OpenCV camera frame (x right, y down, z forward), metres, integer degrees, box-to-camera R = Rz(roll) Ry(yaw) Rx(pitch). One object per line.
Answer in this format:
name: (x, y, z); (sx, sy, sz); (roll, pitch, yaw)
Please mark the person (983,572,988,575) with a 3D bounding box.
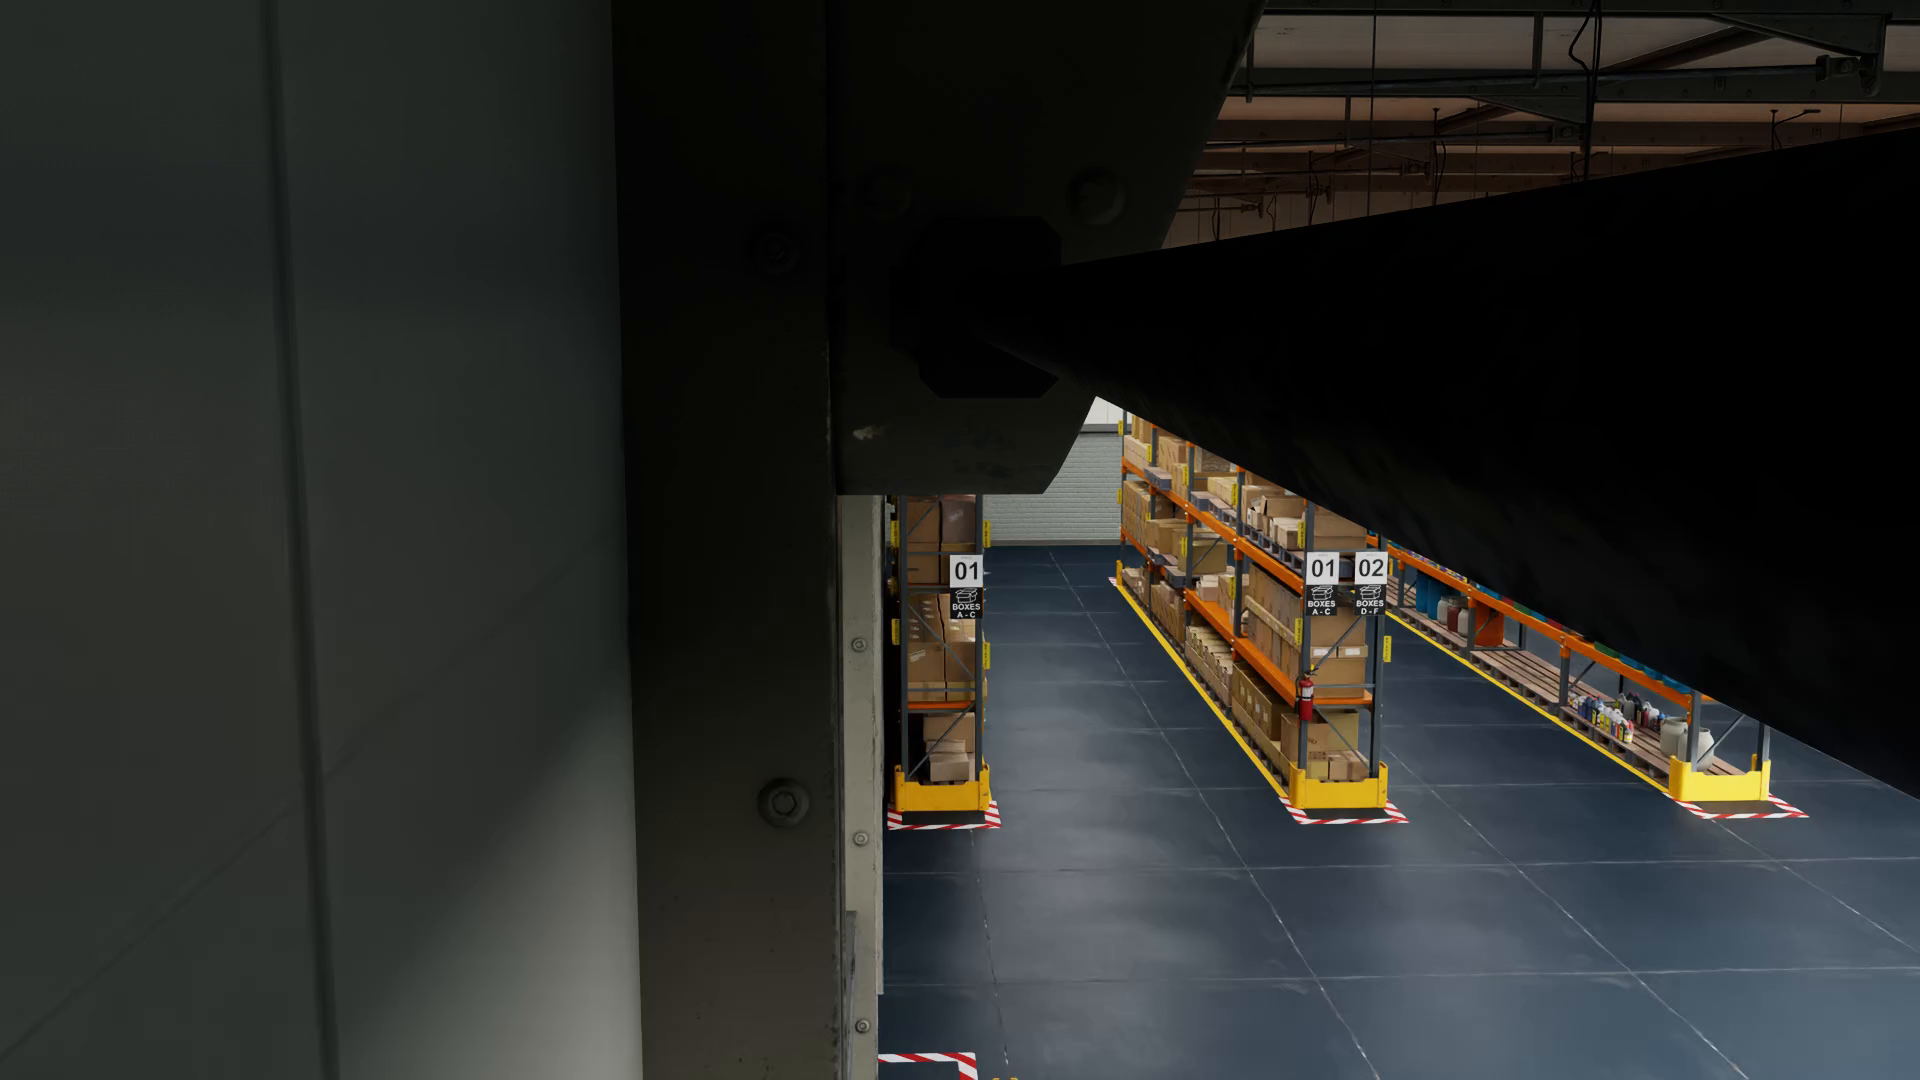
person: (0.264, -0.071, 37.450); (0.701, 1.774, 0.619); (2, 9, 14)
